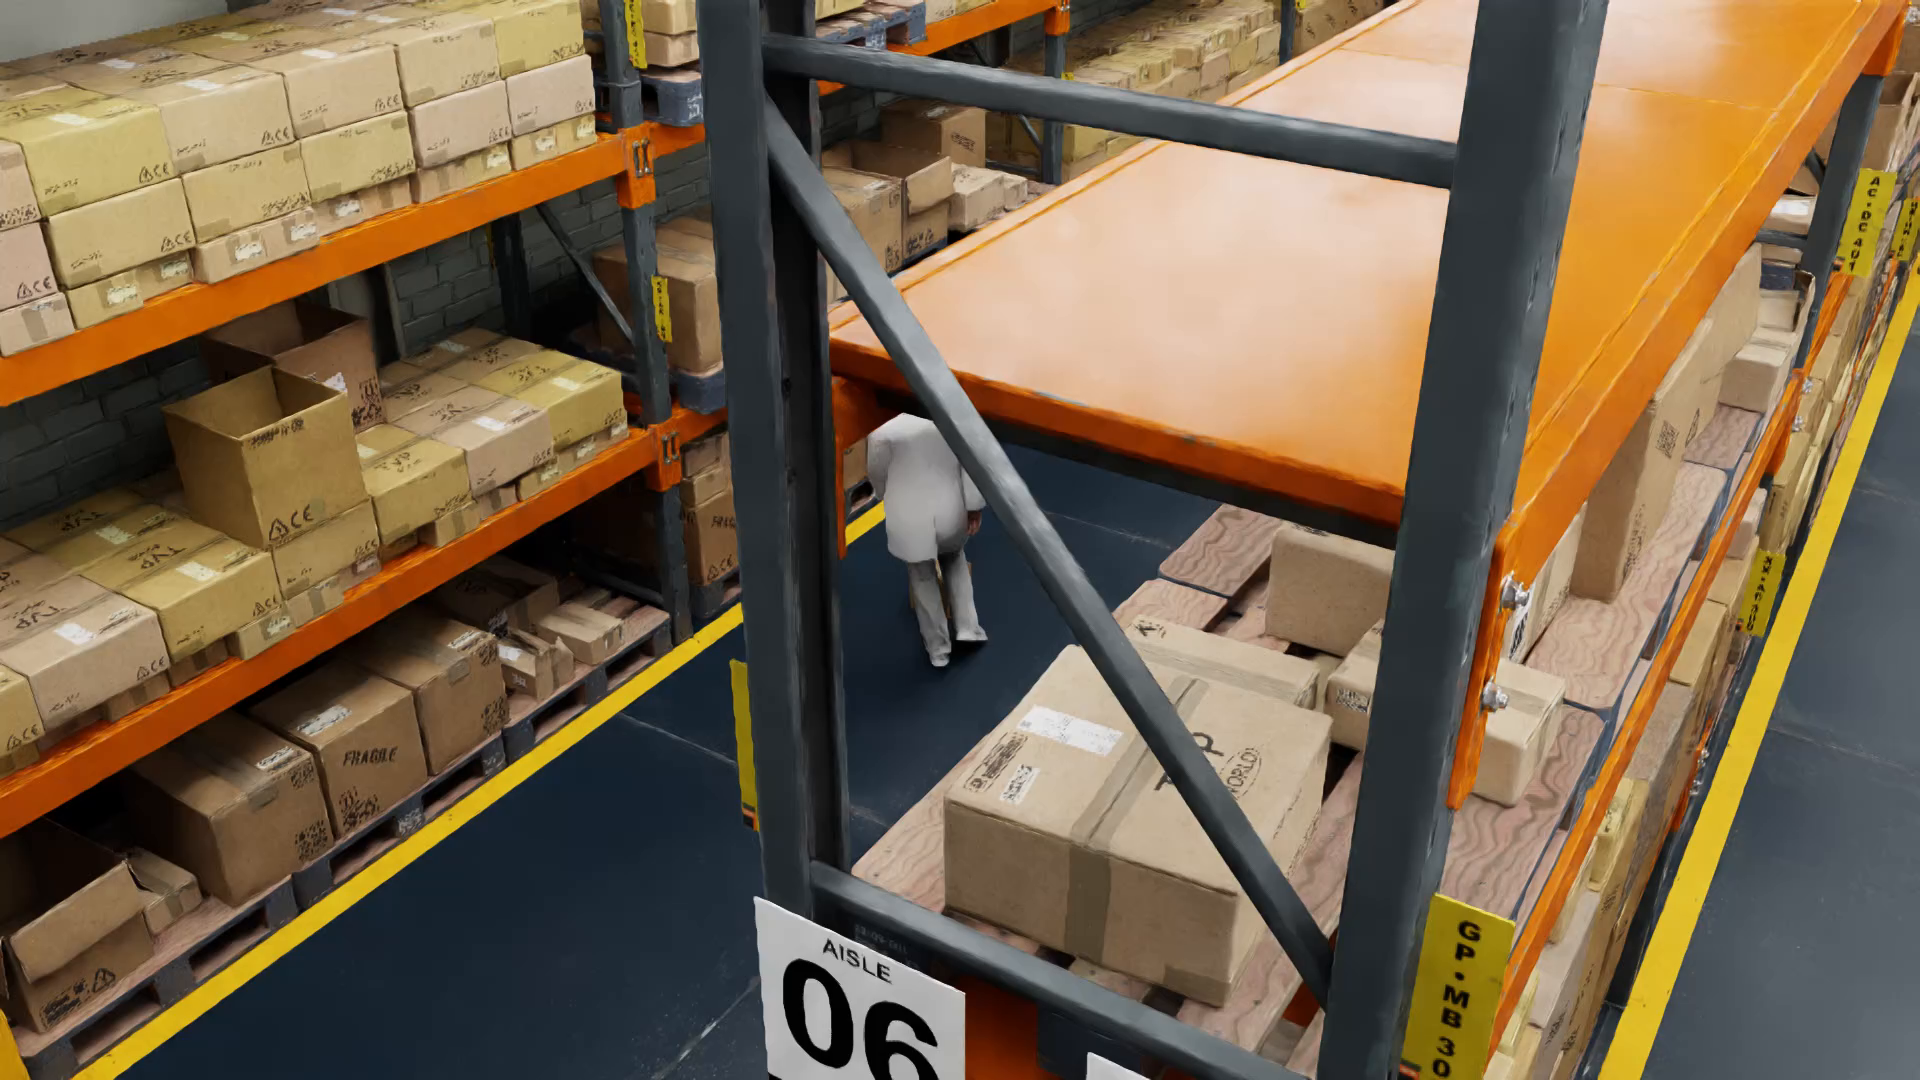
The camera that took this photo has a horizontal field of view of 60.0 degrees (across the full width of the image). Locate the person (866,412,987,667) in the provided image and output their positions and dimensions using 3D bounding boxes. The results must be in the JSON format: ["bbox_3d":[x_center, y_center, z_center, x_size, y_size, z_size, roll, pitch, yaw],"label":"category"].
[{"bbox_3d":[-0.155,-0.130,8.535,0.670,1.772,0.446,-8,31,-14],"label":"person"}]
